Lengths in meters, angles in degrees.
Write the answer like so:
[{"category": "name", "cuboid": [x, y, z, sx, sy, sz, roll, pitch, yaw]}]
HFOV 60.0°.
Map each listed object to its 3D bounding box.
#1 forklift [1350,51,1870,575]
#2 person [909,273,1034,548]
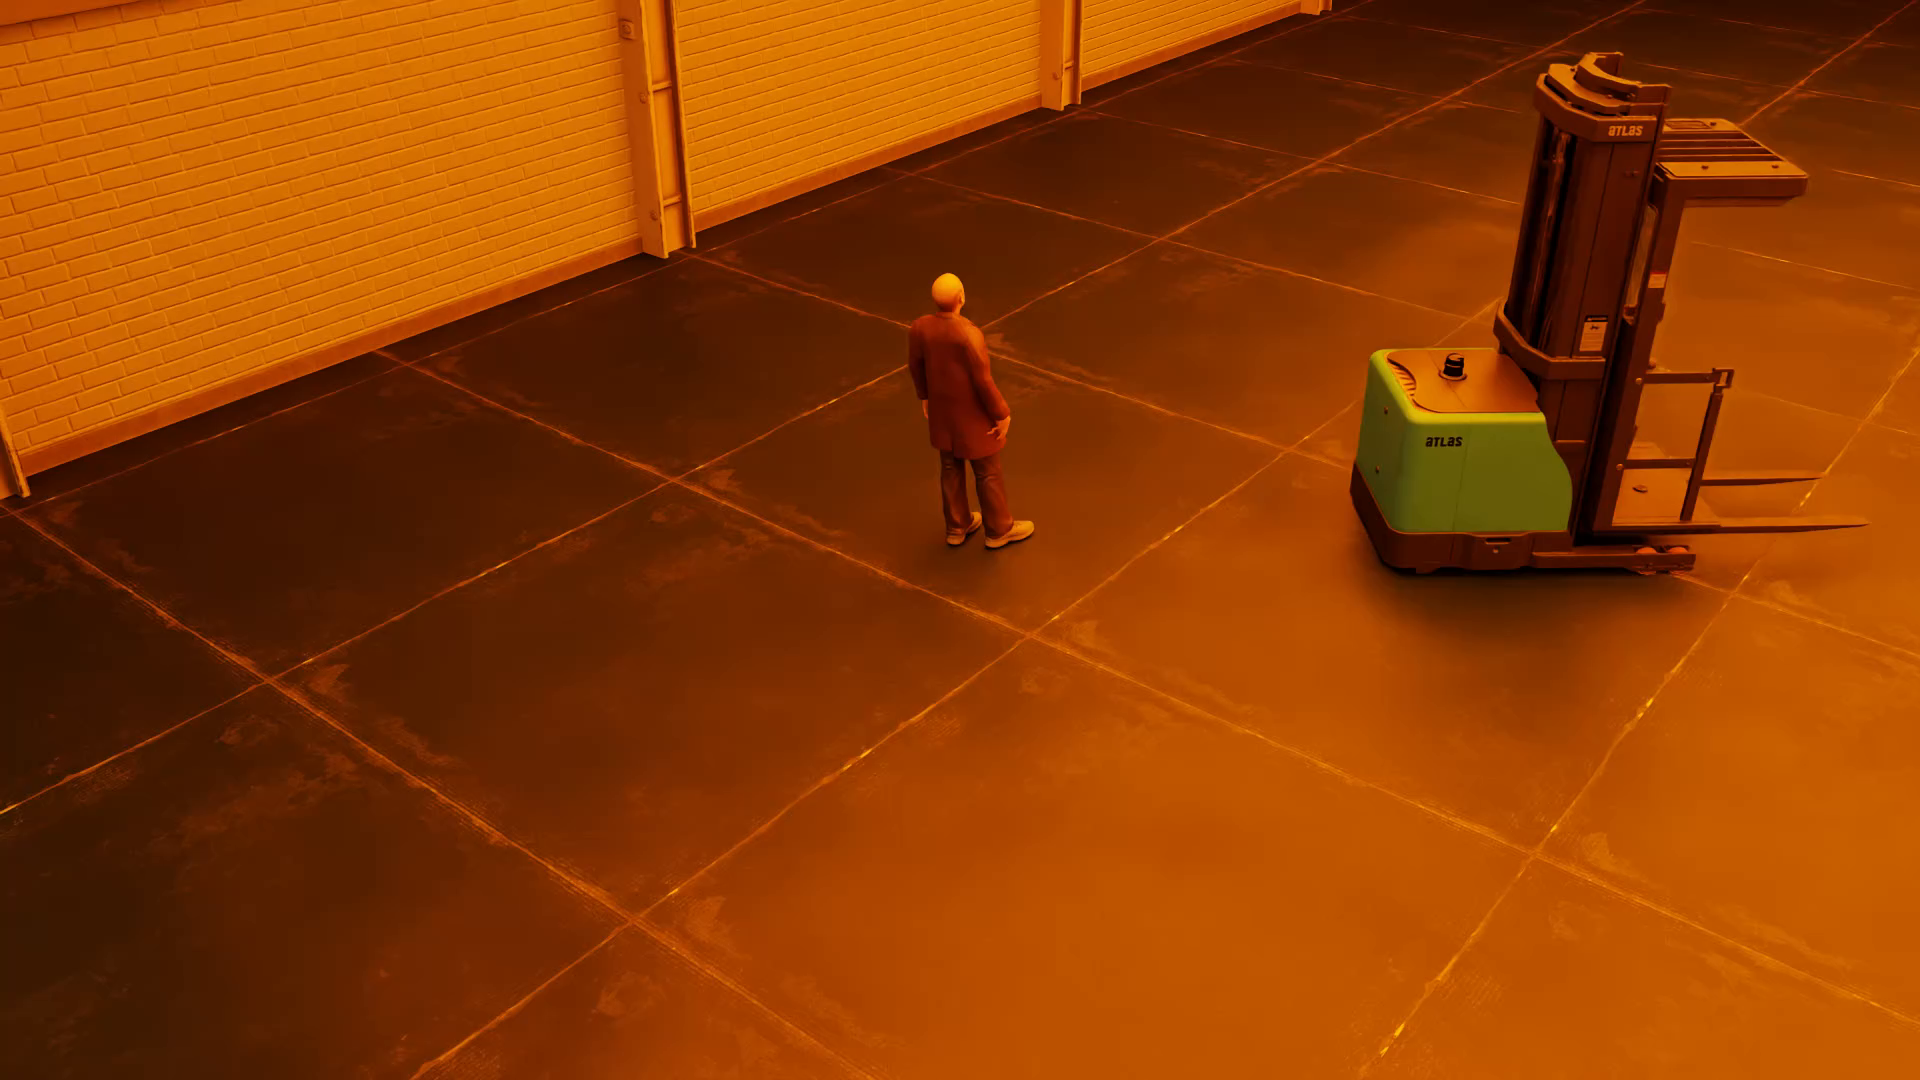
[{"category": "forklift", "cuboid": [4.078, -1.319, 9.852, 3.031, 2.935, 1.130, -1, 30, -2]}, {"category": "person", "cuboid": [0.061, -0.809, 10.108, 0.696, 1.778, 0.579, 22, 37, 33]}]
